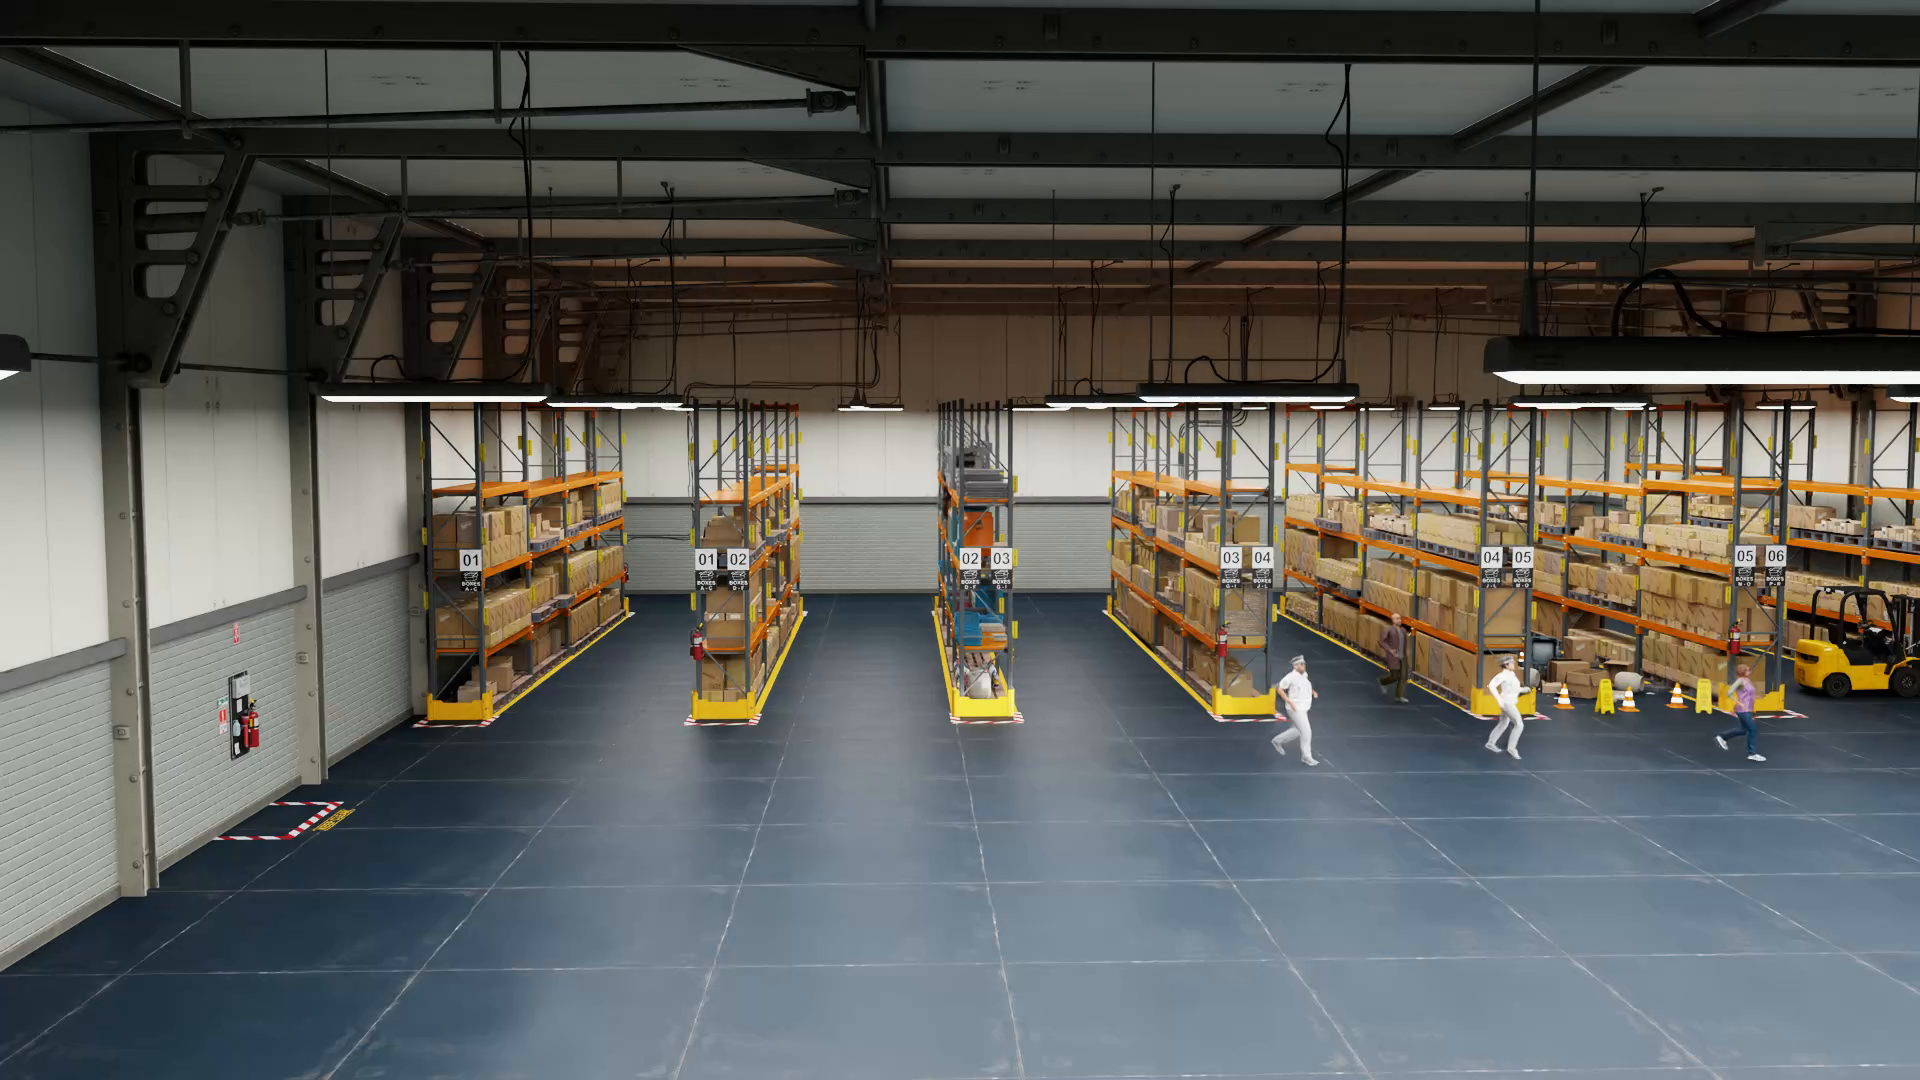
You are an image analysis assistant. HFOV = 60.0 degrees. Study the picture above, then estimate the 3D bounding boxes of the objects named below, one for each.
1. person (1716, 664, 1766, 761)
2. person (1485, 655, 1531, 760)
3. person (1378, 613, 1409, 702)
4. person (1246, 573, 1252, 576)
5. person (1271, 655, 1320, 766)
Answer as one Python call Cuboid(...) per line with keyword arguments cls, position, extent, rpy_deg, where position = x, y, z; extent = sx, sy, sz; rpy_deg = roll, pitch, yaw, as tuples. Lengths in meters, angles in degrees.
Cuboid(cls="person", position=(12.959, 2.837, 27.572), extent=(0.822, 1.571, 0.547), rpy_deg=(4, 6, 43))
Cuboid(cls="person", position=(9.129, 2.778, 27.719), extent=(0.734, 1.751, 0.580), rpy_deg=(2, 5, 30))
Cuboid(cls="person", position=(8.668, 2.331, 33.099), extent=(0.726, 1.745, 0.865), rpy_deg=(-2, 5, -23))
Cuboid(cls="person", position=(8.307, 1.197, 48.490), extent=(0.571, 1.695, 0.724), rpy_deg=(-2, 5, -22))
Cuboid(cls="person", position=(5.537, 2.768, 27.331), extent=(0.868, 1.797, 0.650), rpy_deg=(3, 5, 35))
